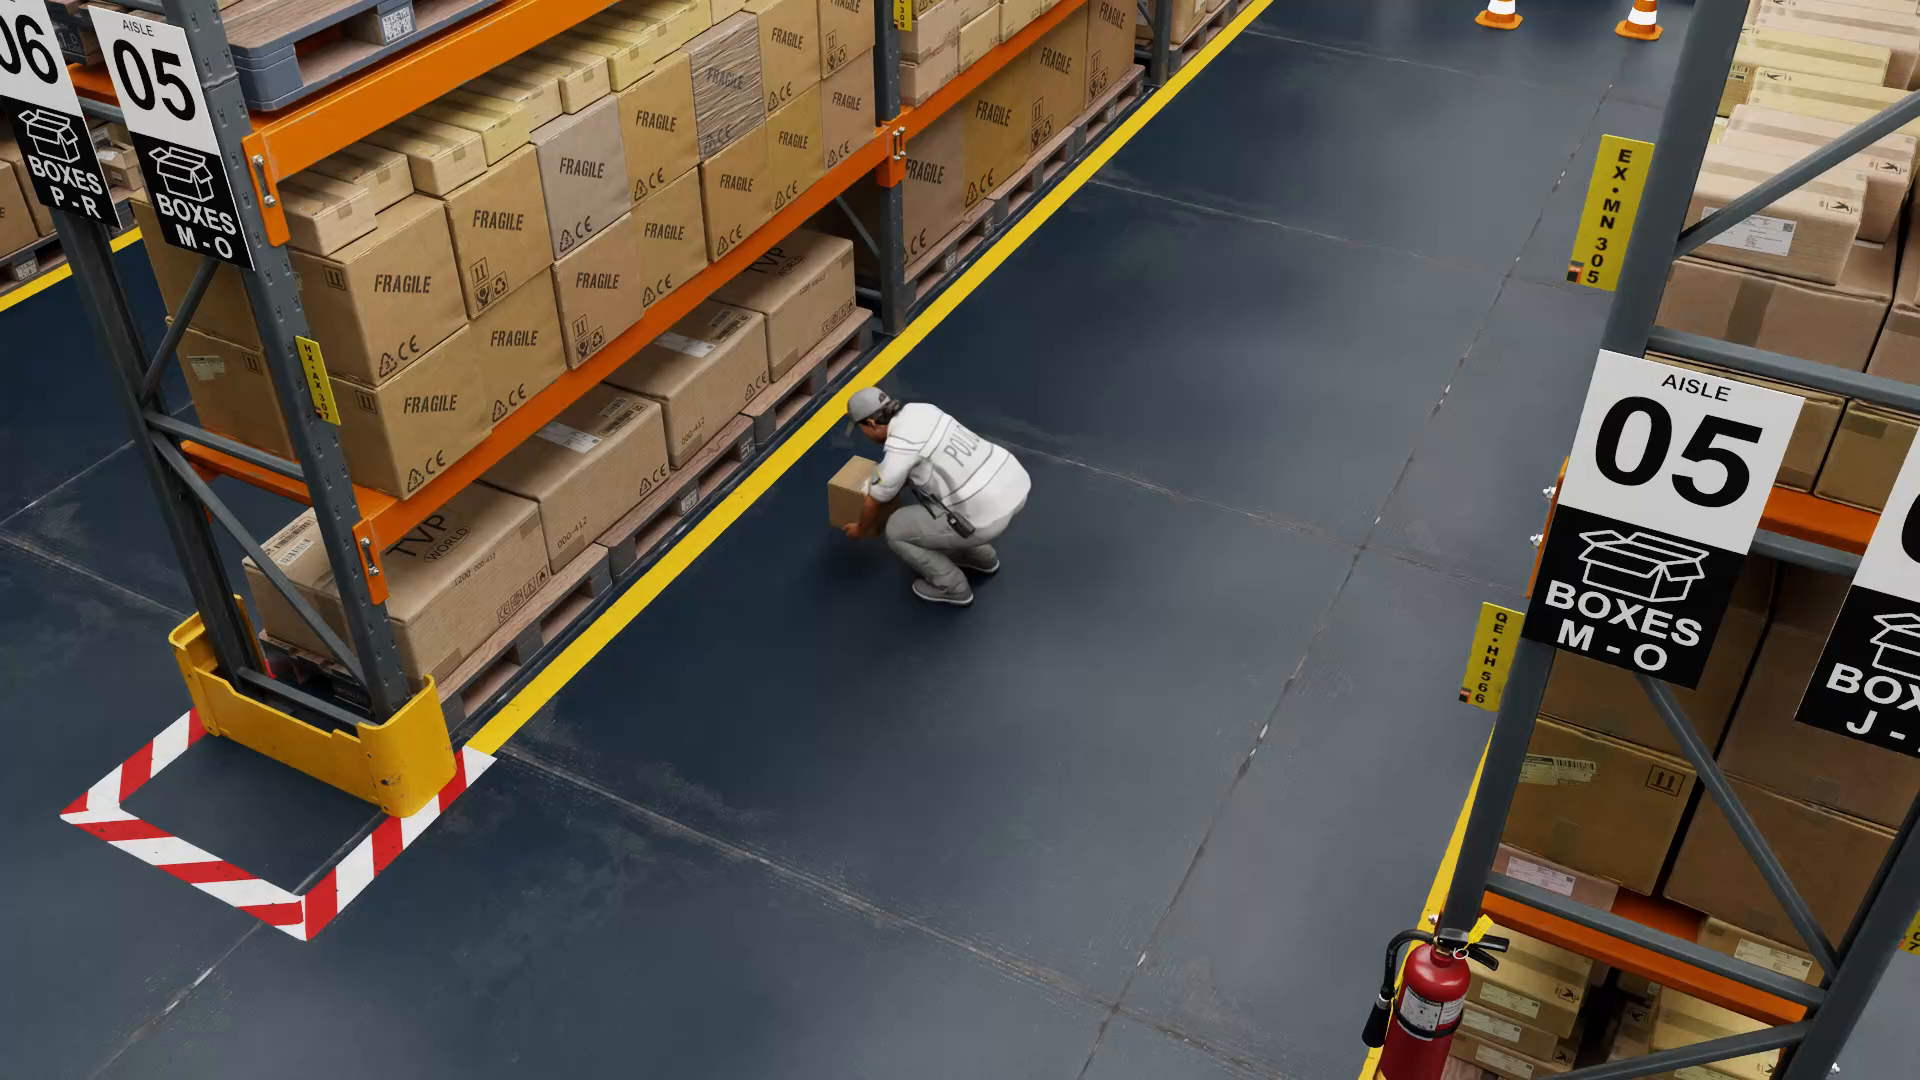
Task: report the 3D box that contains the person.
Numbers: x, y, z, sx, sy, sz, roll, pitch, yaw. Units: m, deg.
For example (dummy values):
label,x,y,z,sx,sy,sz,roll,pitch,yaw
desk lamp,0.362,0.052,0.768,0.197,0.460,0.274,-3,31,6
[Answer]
label,x,y,z,sx,sy,sz,roll,pitch,yaw
person,-0.113,-0.212,7.571,0.840,0.986,0.530,18,41,21
